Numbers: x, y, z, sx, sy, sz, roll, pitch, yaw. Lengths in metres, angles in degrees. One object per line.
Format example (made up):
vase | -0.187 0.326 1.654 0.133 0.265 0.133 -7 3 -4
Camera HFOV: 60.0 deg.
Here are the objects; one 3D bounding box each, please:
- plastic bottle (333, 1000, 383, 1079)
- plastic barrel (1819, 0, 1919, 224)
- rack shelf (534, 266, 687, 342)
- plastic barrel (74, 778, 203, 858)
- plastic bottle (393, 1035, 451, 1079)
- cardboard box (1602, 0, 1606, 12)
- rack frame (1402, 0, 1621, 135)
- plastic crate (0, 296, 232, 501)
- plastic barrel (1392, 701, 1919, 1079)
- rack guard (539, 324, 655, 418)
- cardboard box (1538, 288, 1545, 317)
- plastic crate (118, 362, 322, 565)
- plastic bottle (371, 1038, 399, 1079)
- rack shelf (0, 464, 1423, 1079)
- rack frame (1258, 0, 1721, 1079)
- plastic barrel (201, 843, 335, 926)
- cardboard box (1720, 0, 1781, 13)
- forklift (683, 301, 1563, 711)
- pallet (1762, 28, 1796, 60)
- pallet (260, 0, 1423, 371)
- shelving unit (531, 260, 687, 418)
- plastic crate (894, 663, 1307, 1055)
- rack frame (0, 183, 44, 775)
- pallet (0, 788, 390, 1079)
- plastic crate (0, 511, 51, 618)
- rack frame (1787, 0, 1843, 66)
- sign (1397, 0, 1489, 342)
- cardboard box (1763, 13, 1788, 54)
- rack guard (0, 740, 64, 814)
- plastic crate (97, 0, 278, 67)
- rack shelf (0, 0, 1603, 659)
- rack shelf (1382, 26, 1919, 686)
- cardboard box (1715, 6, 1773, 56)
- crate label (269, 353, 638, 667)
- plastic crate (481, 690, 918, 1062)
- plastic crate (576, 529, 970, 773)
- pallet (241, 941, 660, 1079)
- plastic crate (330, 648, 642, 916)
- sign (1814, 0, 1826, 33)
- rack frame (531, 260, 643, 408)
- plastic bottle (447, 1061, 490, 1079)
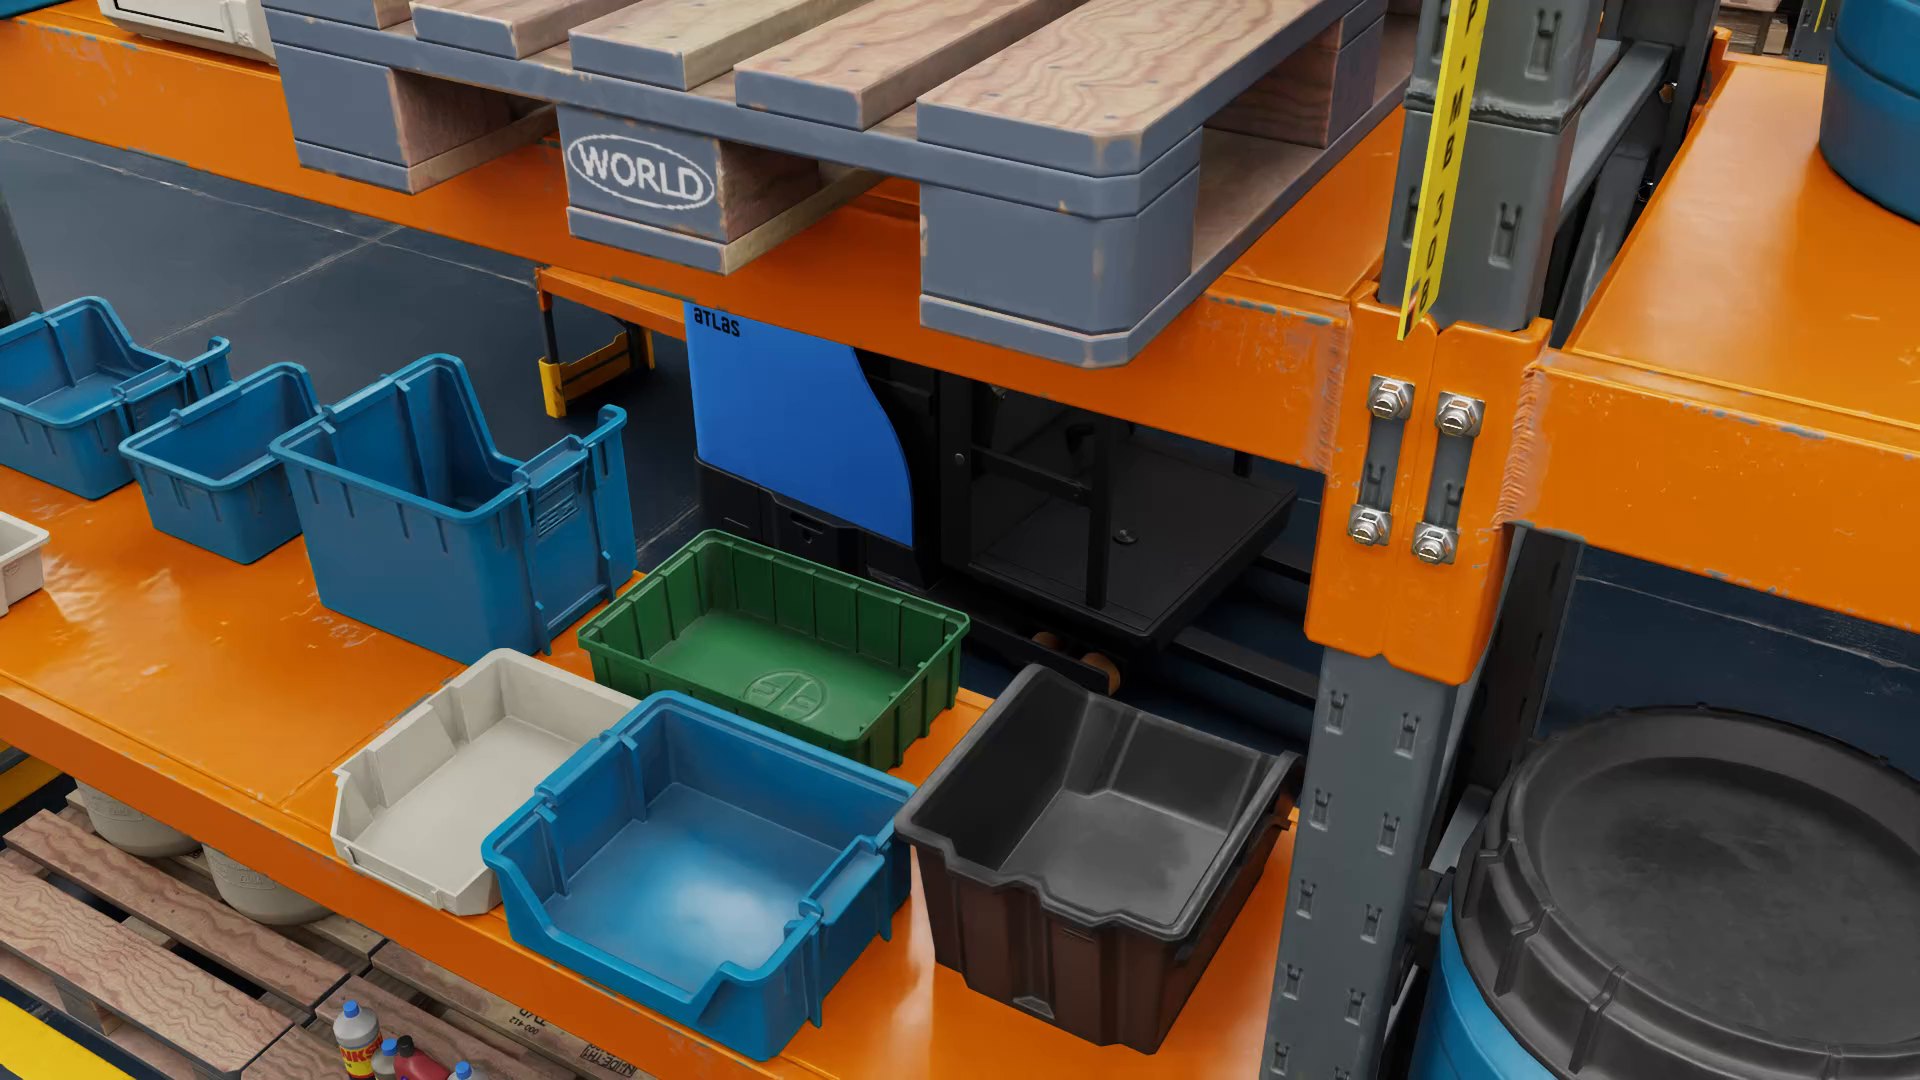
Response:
plastic bottle | -1.385 1.170 3.851 0.097 0.271 0.097 0 34 0
plastic barrel | 1.217 -0.753 1.515 0.708 0.901 0.600 18 37 24
rack shelf | -1.159 -0.972 6.681 1.000 0.185 0.538 22 39 29
plastic barrel | -2.195 0.574 4.547 0.421 0.512 0.421 0 34 0
plastic bottle | -1.198 1.236 3.741 0.133 0.283 0.061 18 38 25
cardboard box | 2.280 -2.016 6.481 0.500 0.500 0.700 17 37 24
rack frame | 0.668 -1.828 0.876 0.127 3.000 1.000 18 37 24
plastic crate | -2.222 -0.375 4.242 0.616 0.251 0.499 18 37 24
plastic barrel | 0.853 0.713 2.021 0.708 0.901 0.600 18 37 24
rack guard | -1.556 -0.760 7.165 0.087 0.250 0.587 22 39 29
cardboard box | 2.190 -1.221 6.803 0.500 0.500 0.500 18 37 24
plastic crate | -1.661 -0.194 3.969 0.408 0.251 0.499 18 37 24
plastic bottle | -1.295 1.228 3.828 0.097 0.201 0.097 0 34 0
rack shelf | -1.068 0.419 3.564 4.000 0.370 1.077 18 37 24
rack frame | 0.668 0.669 2.539 0.127 3.000 1.000 18 37 24
plastic barrel | -1.760 0.712 4.340 0.421 0.512 0.421 0 34 0
cardboard box | 2.787 -1.997 5.867 0.250 0.149 0.380 18 37 24
forklift | 0.505 -1.018 5.134 3.031 2.935 1.130 22 39 29
pallet | 4.983 -3.105 10.723 1.213 0.211 1.003 18 37 24
pallet | -0.007 -0.652 1.987 1.003 0.211 1.213 18 37 24
shelving unit | -1.152 -1.119 6.577 1.083 1.500 0.587 22 39 29
plastic crate | 0.277 0.490 2.864 0.504 0.338 0.767 18 37 24
rack frame | -2.805 -0.431 4.191 0.127 3.000 1.000 18 37 24
pallet | -2.013 0.954 4.627 1.213 0.211 1.003 18 37 24
plastic crate | -2.187 0.080 3.662 0.250 0.136 0.298 18 37 24
rack frame | 3.129 -1.713 6.117 0.127 3.000 1.000 18 37 24
sign | 0.386 -0.321 1.312 0.005 0.325 0.100 18 37 24
cardboard box | 5.105 -3.235 10.561 0.250 0.166 0.380 13 36 18
rack guard | -2.715 0.608 4.886 0.348 0.500 1.175 18 37 24
plastic crate | -0.926 -0.716 2.151 0.396 0.136 0.243 18 37 24
rack shelf | -1.068 -0.830 2.733 4.000 0.370 1.077 18 37 24
rack shelf | 2.405 0.270 1.081 4.000 0.370 1.077 18 37 24
cardboard box | 2.741 -1.874 6.268 0.500 0.500 0.700 17 37 23
crate label | -1.072 -0.070 3.616 0.616 0.435 0.502 18 37 24
plastic crate | -0.427 0.557 2.841 0.616 0.251 0.499 18 37 24
plastic crate | -0.370 0.248 3.362 0.662 0.188 0.450 18 37 24
pallet | -0.958 1.290 4.122 1.213 0.211 1.003 18 37 24
plastic crate | -0.867 0.454 3.099 0.437 0.136 0.530 18 37 24
sign | 2.855 -1.839 5.453 0.005 0.325 0.100 18 37 24
rack frame | -1.572 -1.286 6.828 0.032 1.500 0.500 22 39 29
plastic bottle | -1.088 1.264 3.709 0.097 0.271 0.097 0 34 0
